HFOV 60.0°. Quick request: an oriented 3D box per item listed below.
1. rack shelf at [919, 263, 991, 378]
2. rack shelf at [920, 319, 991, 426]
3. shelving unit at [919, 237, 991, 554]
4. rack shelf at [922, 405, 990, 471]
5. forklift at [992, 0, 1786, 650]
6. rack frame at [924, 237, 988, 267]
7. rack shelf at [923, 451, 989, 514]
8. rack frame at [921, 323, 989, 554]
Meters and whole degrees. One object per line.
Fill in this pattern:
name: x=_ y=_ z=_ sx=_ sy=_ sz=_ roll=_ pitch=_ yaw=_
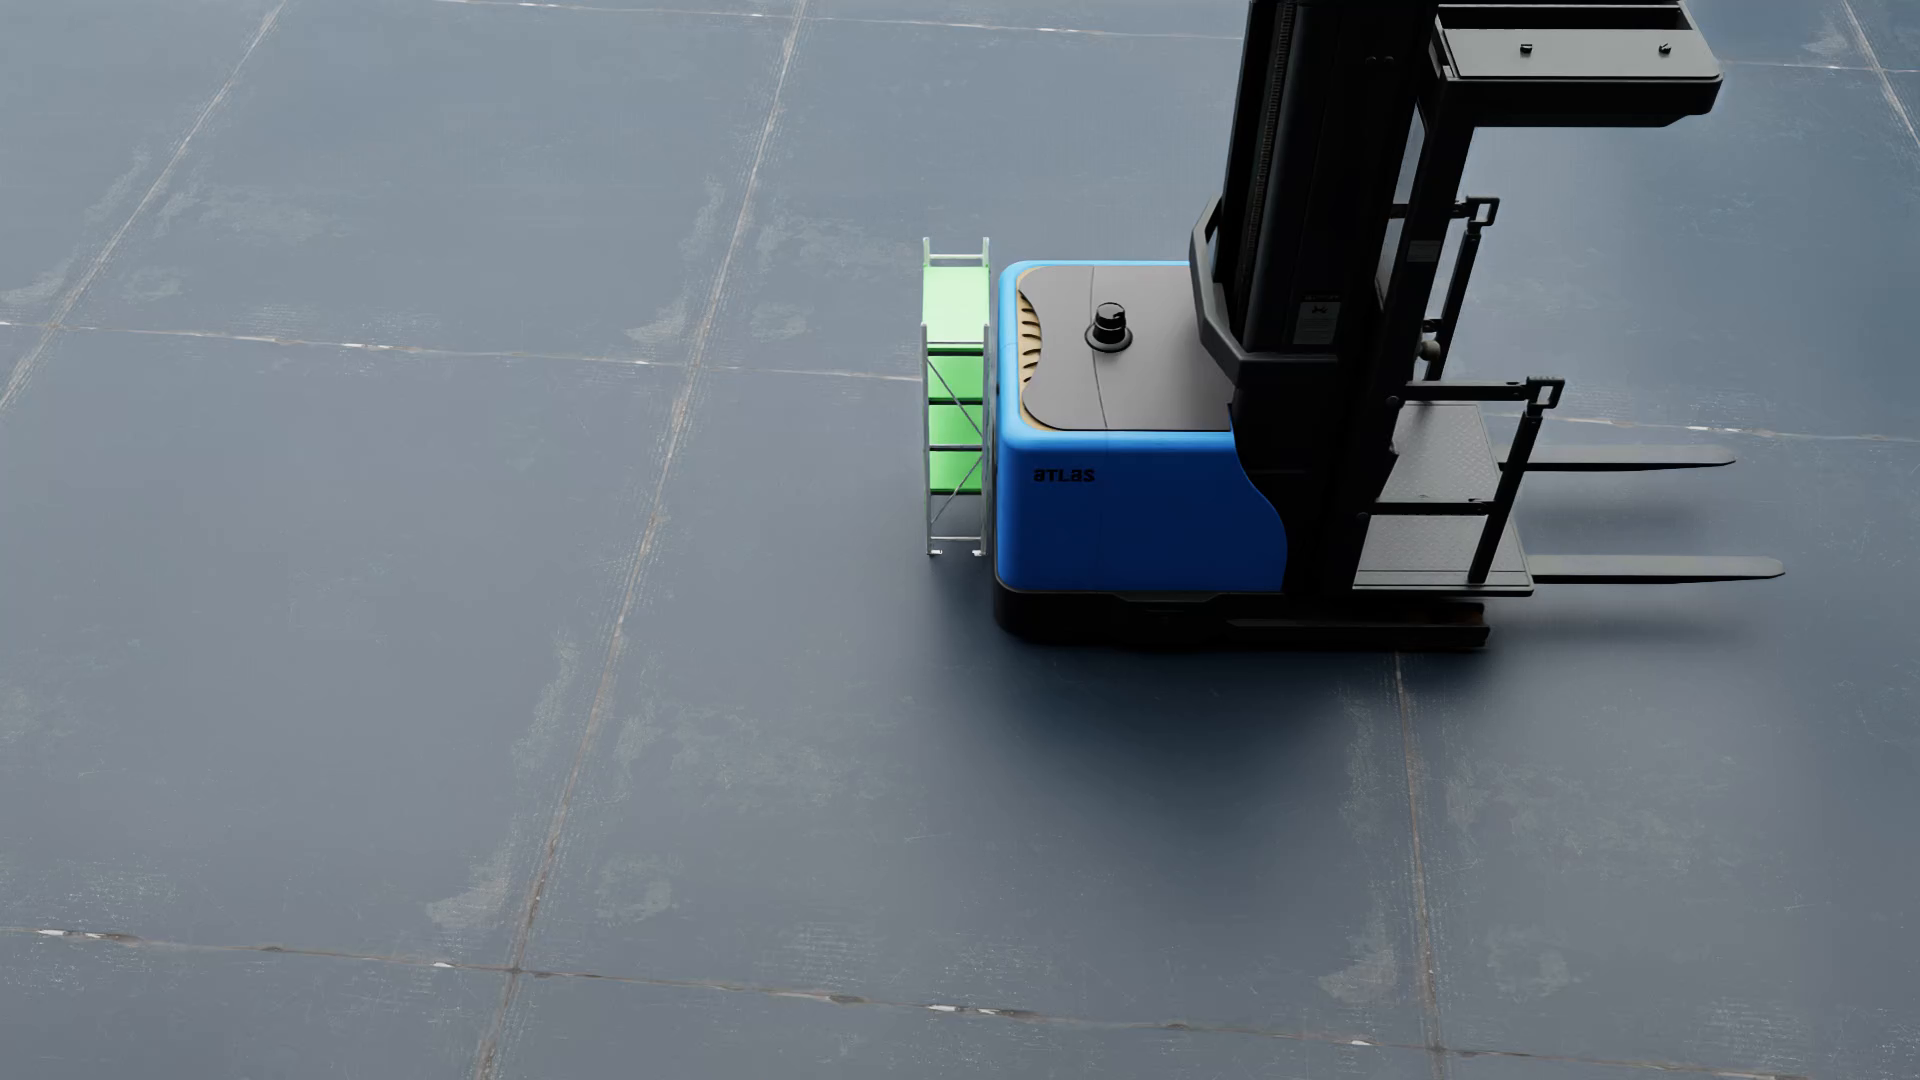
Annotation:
rack shelf: x=-0.015 y=-0.814 z=6.143 sx=0.258 sy=0.148 sz=0.480 roll=0 pitch=48 yaw=0
rack shelf: x=-0.015 y=-0.652 z=6.320 sx=0.258 sy=0.148 sz=0.480 roll=0 pitch=48 yaw=0
shelving unit: x=-0.015 y=-0.533 z=6.450 sx=0.258 sy=1.200 sz=0.503 roll=0 pitch=48 yaw=0
rack shelf: x=-0.015 y=-0.490 z=6.497 sx=0.258 sy=0.148 sz=0.480 roll=0 pitch=48 yaw=0
forklift: x=1.647 y=-0.964 z=5.671 sx=3.031 sy=2.935 sz=1.130 roll=0 pitch=48 yaw=0
rack frame: x=-0.014 y=-0.713 z=6.615 sx=0.240 sy=1.200 sz=0.015 roll=0 pitch=48 yaw=0
rack shelf: x=-0.015 y=-0.328 z=6.674 sx=0.258 sy=0.148 sz=0.480 roll=0 pitch=48 yaw=0
rack frame: x=-0.016 y=-0.353 z=6.285 sx=0.240 sy=1.200 sz=0.015 roll=0 pitch=48 yaw=0
